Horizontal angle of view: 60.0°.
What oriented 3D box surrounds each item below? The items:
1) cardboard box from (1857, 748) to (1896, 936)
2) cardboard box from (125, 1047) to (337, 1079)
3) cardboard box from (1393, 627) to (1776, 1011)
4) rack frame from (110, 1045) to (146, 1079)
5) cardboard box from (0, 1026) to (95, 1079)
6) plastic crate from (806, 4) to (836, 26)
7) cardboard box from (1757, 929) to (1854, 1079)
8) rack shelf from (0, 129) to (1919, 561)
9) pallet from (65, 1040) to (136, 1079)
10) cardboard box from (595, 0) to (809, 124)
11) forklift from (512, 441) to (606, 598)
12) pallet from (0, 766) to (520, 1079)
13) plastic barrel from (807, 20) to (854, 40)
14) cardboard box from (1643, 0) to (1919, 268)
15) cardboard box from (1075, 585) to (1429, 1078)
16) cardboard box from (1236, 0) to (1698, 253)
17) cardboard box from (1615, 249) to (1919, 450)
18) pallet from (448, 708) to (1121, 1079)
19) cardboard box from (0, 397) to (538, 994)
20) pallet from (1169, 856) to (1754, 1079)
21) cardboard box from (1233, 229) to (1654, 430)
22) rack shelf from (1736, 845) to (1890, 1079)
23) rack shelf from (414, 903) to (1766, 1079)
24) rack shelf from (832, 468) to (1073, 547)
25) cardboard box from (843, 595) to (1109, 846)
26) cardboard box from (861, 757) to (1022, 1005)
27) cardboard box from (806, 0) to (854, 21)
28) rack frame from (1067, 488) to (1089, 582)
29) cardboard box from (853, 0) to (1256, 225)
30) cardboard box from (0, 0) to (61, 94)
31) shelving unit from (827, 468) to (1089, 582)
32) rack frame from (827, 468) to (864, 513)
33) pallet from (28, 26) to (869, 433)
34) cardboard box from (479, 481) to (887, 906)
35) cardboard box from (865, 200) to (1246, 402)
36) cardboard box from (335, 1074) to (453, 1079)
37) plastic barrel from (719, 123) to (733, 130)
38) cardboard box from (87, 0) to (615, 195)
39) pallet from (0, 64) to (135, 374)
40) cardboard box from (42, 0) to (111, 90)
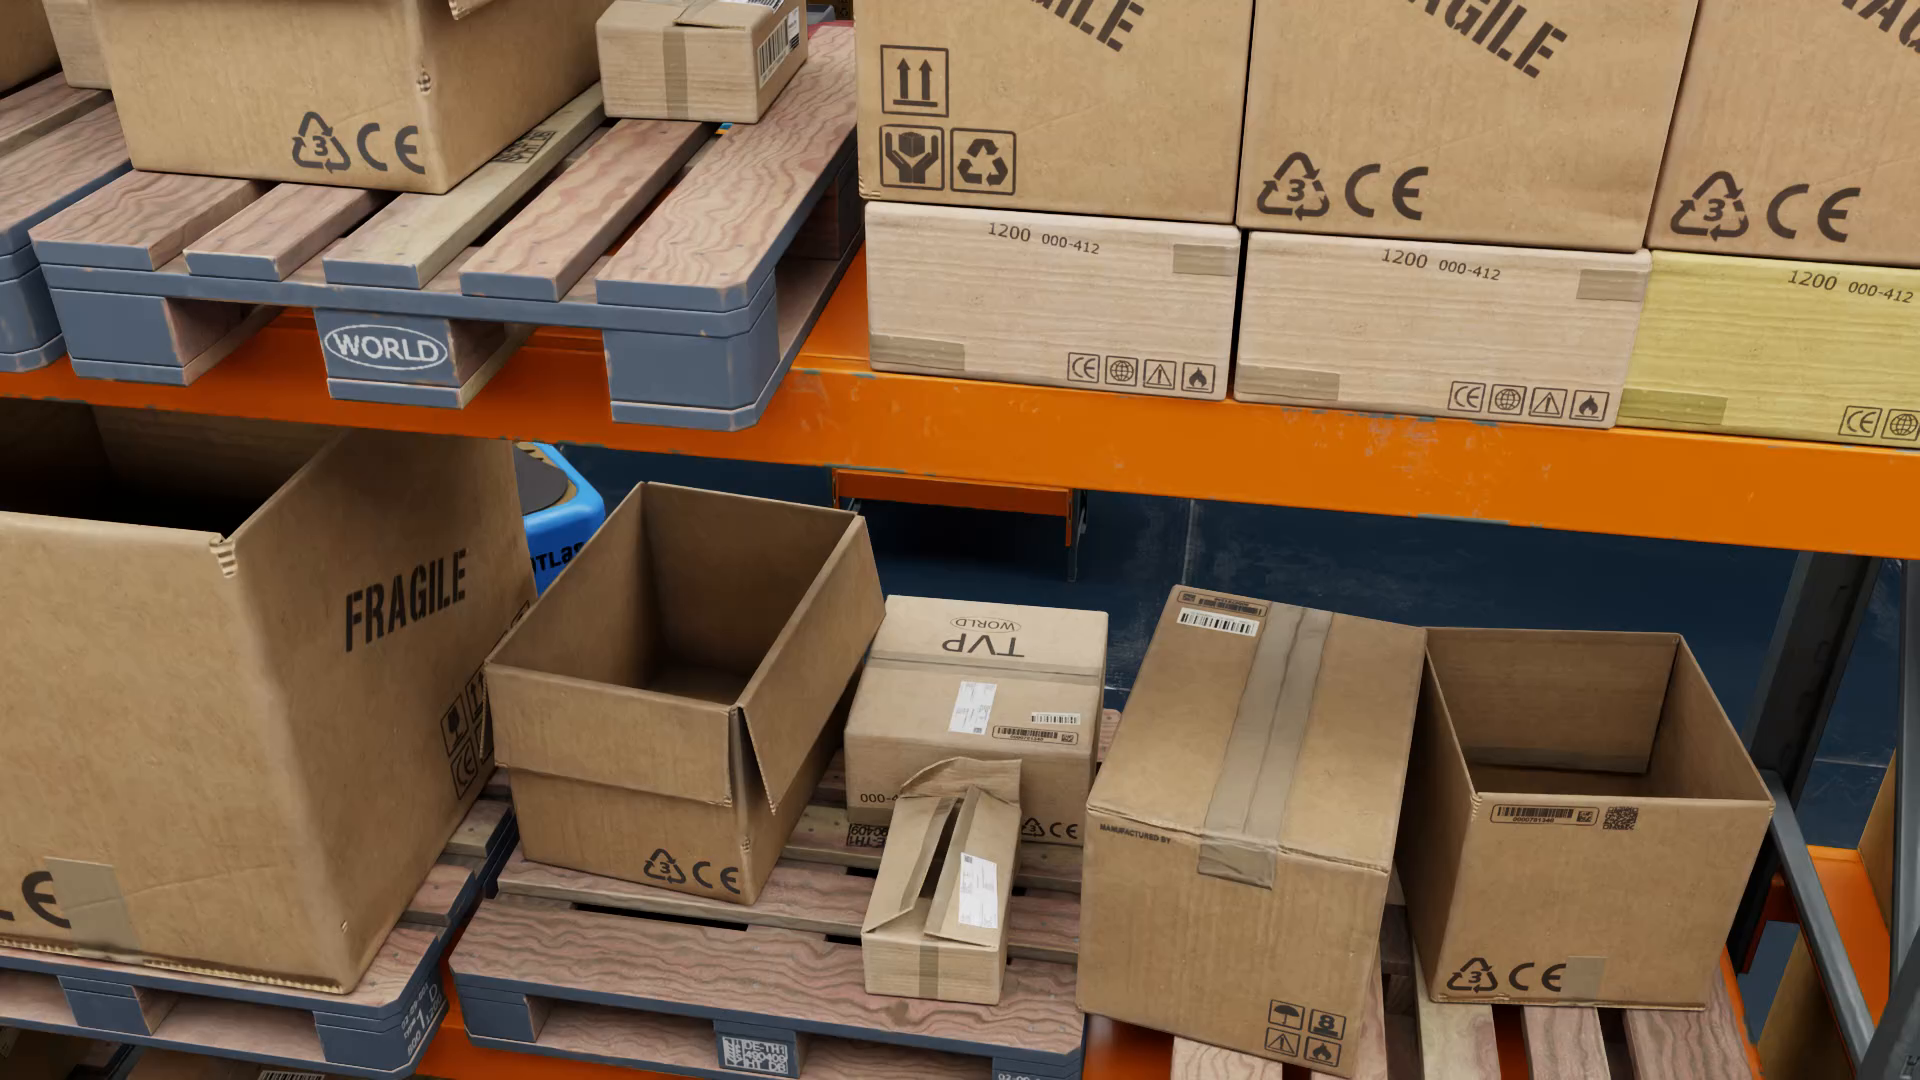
[{"bbox_3d":[2.189,0.631,3.320,0.500,0.500,0.500,6,33,10],"label":"cardboard box"},{"bbox_3d":[-1.680,1.341,4.221,0.500,0.500,0.700,3,32,4],"label":"cardboard box"},{"bbox_3d":[1.122,0.511,3.116,0.500,0.500,0.500,1,32,2],"label":"cardboard box"},{"bbox_3d":[-2.282,0.402,3.780,0.127,3.000,1.000,5,32,8],"label":"rack frame"},{"bbox_3d":[-2.670,1.227,4.423,0.500,0.500,0.500,4,32,7],"label":"cardboard box"},{"bbox_3d":[-0.920,-2.332,8.089,0.583,0.464,0.402,5,32,8],"label":"plastic crate"},{"bbox_3d":[2.338,1.554,3.547,0.875,0.875,1.225,4,32,6],"label":"cardboard box"},{"bbox_3d":[-0.310,-0.386,2.890,4.000,0.370,1.077,5,32,8],"label":"rack shelf"},{"bbox_3d":[-2.950,1.543,4.587,1.213,0.211,1.003,5,32,8],"label":"pallet"},{"bbox_3d":[-0.417,-0.833,2.751,0.250,0.166,0.380,4,32,7],"label":"cardboard box"},{"bbox_3d":[-2.668,-0.243,4.876,3.031,2.935,1.130,-20,37,-29],"label":"forklift"},{"bbox_3d":[-1.553,0.628,3.601,1.213,0.211,1.003,5,32,8],"label":"pallet"},{"bbox_3d":[-0.542,-2.046,7.563,0.433,0.535,0.433,0,32,0],"label":"plastic barrel"},{"bbox_3d":[1.149,-0.678,2.114,0.500,0.500,0.500,6,33,9],"label":"cardboard box"},{"bbox_3d":[0.555,0.514,3.112,0.500,0.500,0.700,10,33,15],"label":"cardboard box"},{"bbox_3d":[0.641,-0.718,2.178,0.500,0.500,0.500,5,32,8],"label":"cardboard box"},{"bbox_3d":[1.151,-0.363,2.317,0.500,0.250,0.500,5,32,8],"label":"cardboard box"},{"bbox_3d":[-0.297,0.685,3.509,1.213,0.211,1.003,5,32,8],"label":"pallet"},{"bbox_3d":[-1.522,0.114,3.280,1.000,1.000,1.000,5,32,9],"label":"cardboard box"},{"bbox_3d":[0.941,0.833,3.274,1.003,0.211,1.213,5,32,8],"label":"pallet"},{"bbox_3d":[0.660,-0.400,2.376,0.500,0.250,0.500,5,32,8],"label":"cardboard box"},{"bbox_3d":[3.633,1.243,3.116,4.000,0.370,1.077,5,32,8],"label":"rack shelf"},{"bbox_3d":[-0.310,0.886,3.686,4.000,0.370,1.077,5,32,8],"label":"rack shelf"},{"bbox_3d":[0.007,-0.269,7.080,1.000,0.278,0.538,5,32,8],"label":"rack shelf"},{"bbox_3d":[0.048,0.375,3.570,0.500,0.250,0.500,4,32,7],"label":"cardboard box"},{"bbox_3d":[-0.028,0.630,3.146,0.258,0.266,0.396,4,32,7],"label":"cardboard box"},{"bbox_3d":[-1.016,-4.314,12.804,0.500,0.500,0.500,5,32,8],"label":"cardboard box"},{"bbox_3d":[0.508,-0.431,6.878,0.032,1.125,0.500,5,32,8],"label":"rack frame"},{"bbox_3d":[0.156,-0.771,2.262,0.500,0.500,0.500,6,32,9],"label":"cardboard box"},{"bbox_3d":[-1.835,-0.997,2.696,0.637,0.503,0.797,4,32,6],"label":"cardboard box"},{"bbox_3d":[0.007,-0.476,6.951,1.048,1.125,0.538,5,32,8],"label":"shelving unit"},{"bbox_3d":[-0.494,-0.522,7.023,0.032,1.125,0.500,5,32,8],"label":"rack frame"},{"bbox_3d":[-0.668,-0.588,2.712,1.003,0.211,1.213,5,32,8],"label":"pallet"},{"bbox_3d":[-0.558,0.287,3.472,0.637,0.503,0.797,8,33,13],"label":"cardboard box"},{"bbox_3d":[0.165,-0.446,2.450,0.500,0.250,0.500,6,33,10],"label":"cardboard box"},{"bbox_3d":[-1.213,1.394,4.138,0.500,0.500,0.700,5,32,8],"label":"cardboard box"},{"bbox_3d":[-1.119,-2.208,7.478,0.708,0.901,0.600,5,32,8],"label":"plastic barrel"},{"bbox_3d":[-0.906,-0.914,2.562,0.637,0.503,0.797,6,33,10],"label":"cardboard box"},{"bbox_3d":[-1.691,-0.679,2.857,1.003,0.211,1.213,5,32,8],"label":"pallet"},{"bbox_3d":[-1.338,-0.959,2.858,0.258,0.266,0.396,6,33,10],"label":"cardboard box"}]
